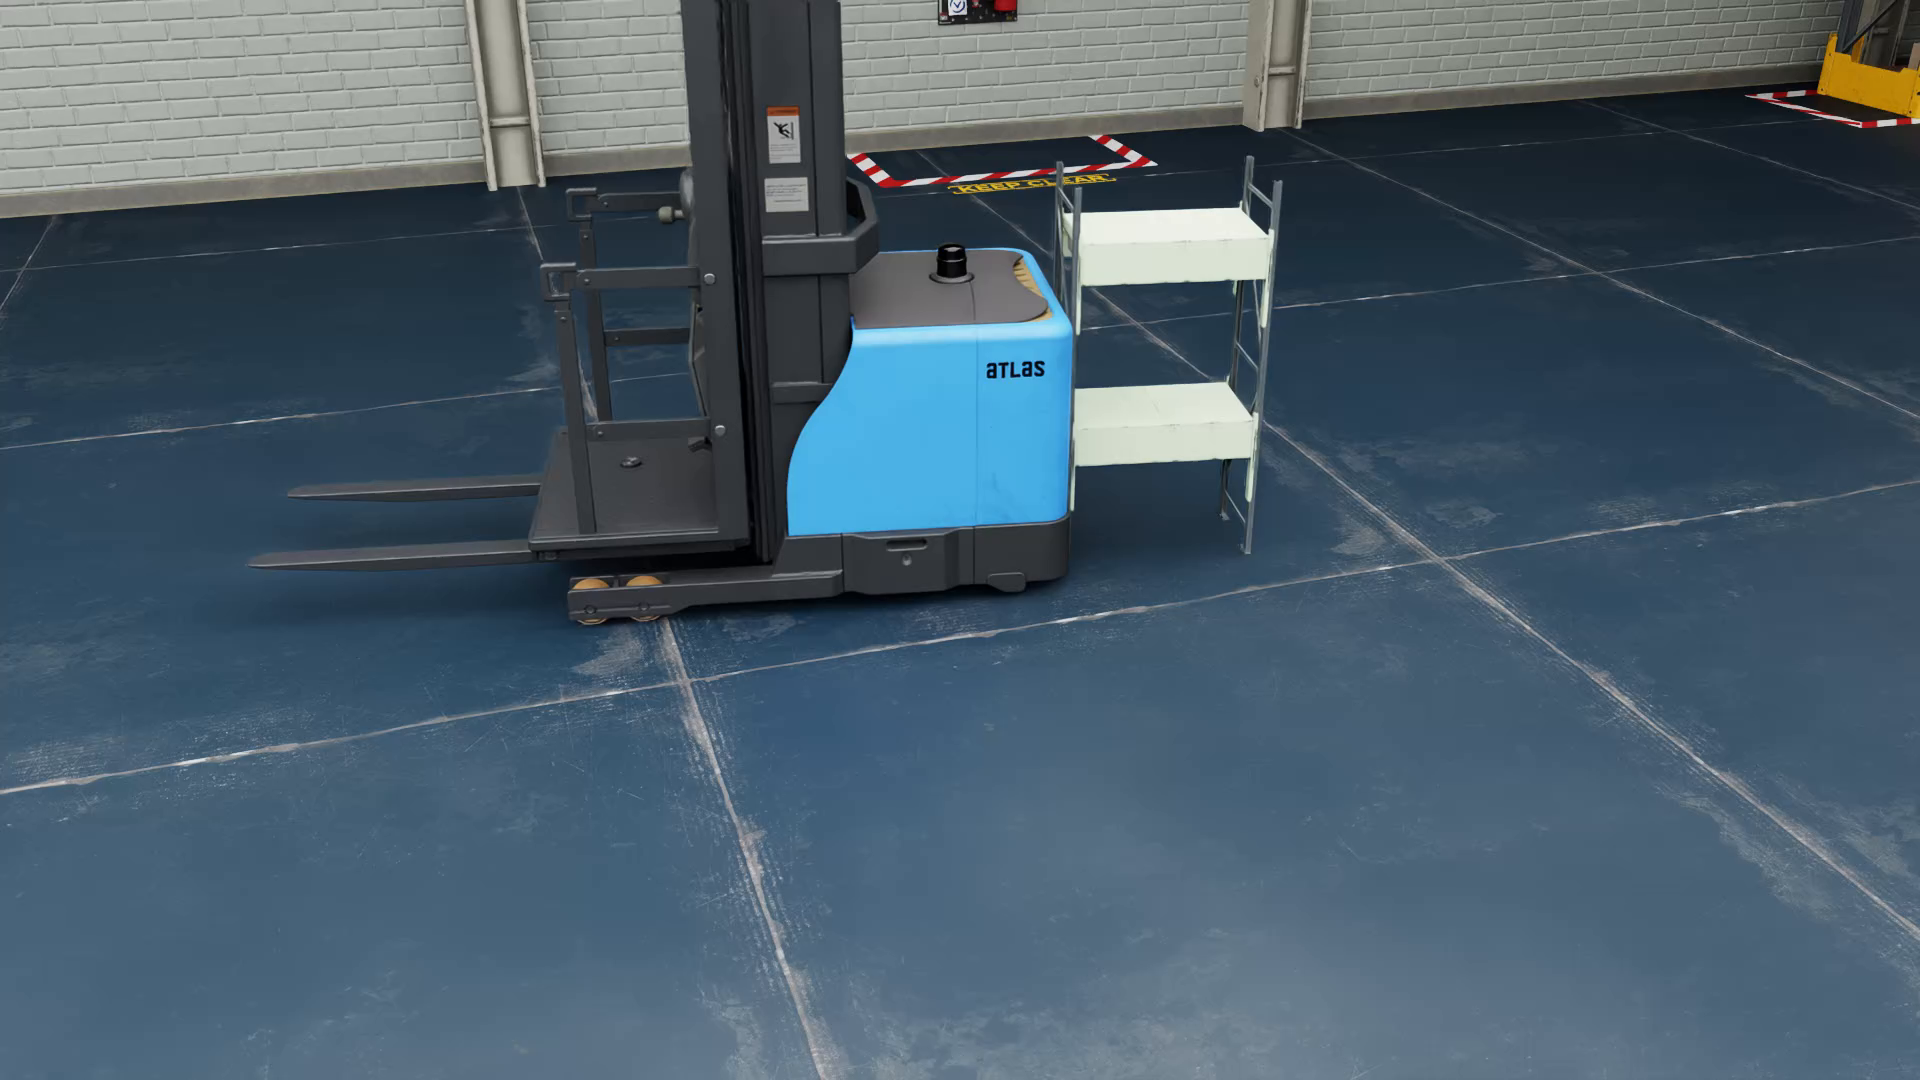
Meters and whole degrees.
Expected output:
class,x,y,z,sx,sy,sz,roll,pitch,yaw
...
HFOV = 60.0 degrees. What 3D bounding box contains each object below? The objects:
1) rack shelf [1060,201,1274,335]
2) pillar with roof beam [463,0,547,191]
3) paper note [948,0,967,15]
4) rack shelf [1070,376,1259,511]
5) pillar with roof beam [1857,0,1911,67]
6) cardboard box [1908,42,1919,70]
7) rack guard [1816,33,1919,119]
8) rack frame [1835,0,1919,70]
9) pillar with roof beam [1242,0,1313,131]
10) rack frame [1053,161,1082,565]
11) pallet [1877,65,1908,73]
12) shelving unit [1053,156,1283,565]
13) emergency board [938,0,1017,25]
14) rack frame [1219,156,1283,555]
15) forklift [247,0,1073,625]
class,x,y,z,sx,sy,sz,roll,pitch,yaw
rack shelf,0.759,-1.030,6.260,0.720,0.370,0.431,-3,27,-6
pillar with roof beam,-1.838,-4.759,6.216,0.400,9.000,9.100,-8,28,-16
paper note,-0.017,-4.004,12.433,0.142,0.148,0.016,-8,28,-16
rack shelf,0.759,-0.388,6.578,0.720,0.370,0.431,-3,27,-6
pillar with roof beam,9.572,-6.411,9.544,0.400,9.000,9.100,-8,28,-16
cardboard box,8.527,-4.132,14.229,0.500,0.311,0.500,-12,29,-22
rack guard,7.913,-3.973,14.191,0.348,0.500,1.175,-8,28,-16
rack frame,7.841,-5.082,13.614,0.127,3.000,1.000,-8,28,-16
pillar with roof beam,3.867,-5.585,7.880,0.400,9.000,9.100,-8,28,-16
rack frame,0.396,-0.660,6.393,0.023,1.500,0.400,-3,27,-6
pallet,8.697,-3.941,14.450,1.213,0.211,1.003,-8,28,-16
shelving unit,0.759,-0.680,6.433,0.755,1.500,0.431,-3,27,-6
emergency board,0.172,-4.394,12.227,0.643,1.169,0.194,-8,28,-16
rack frame,1.122,-0.700,6.474,0.023,1.500,0.400,-3,27,-6
forklift,-1.138,-1.250,5.971,3.031,2.935,1.130,-3,27,-6
